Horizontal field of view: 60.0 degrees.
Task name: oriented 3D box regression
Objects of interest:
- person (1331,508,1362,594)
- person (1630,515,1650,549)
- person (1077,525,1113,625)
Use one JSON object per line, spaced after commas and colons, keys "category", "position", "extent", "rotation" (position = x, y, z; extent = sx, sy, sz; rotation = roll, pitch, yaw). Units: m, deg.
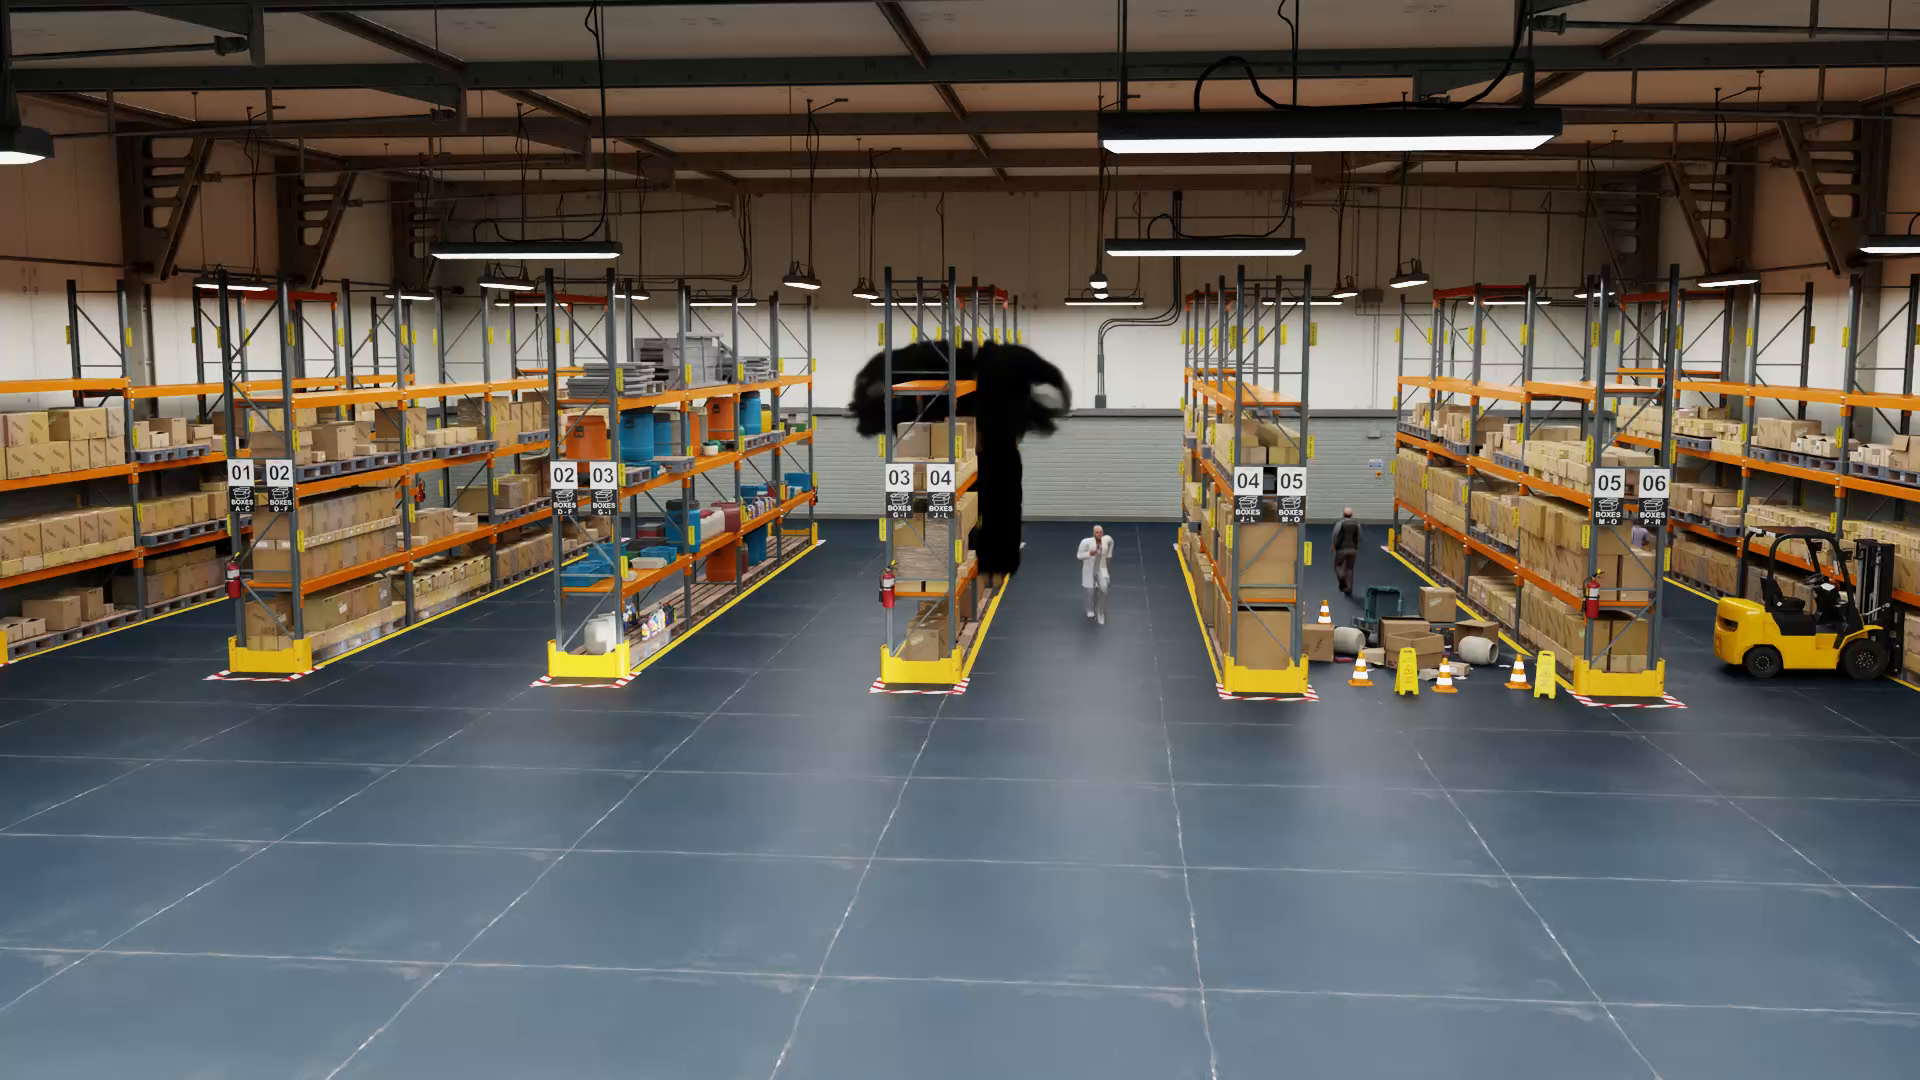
{"category": "person", "position": [7.570, 0.200, 32.690], "extent": [0.640, 1.675, 0.662], "rotation": [0, 7, -3]}
{"category": "person", "position": [12.777, 0.381, 31.511], "extent": [0.616, 1.725, 0.751], "rotation": [0, 7, -3]}
{"category": "person", "position": [2.370, 0.596, 29.222], "extent": [0.693, 1.759, 1.005], "rotation": [-1, 7, -5]}
